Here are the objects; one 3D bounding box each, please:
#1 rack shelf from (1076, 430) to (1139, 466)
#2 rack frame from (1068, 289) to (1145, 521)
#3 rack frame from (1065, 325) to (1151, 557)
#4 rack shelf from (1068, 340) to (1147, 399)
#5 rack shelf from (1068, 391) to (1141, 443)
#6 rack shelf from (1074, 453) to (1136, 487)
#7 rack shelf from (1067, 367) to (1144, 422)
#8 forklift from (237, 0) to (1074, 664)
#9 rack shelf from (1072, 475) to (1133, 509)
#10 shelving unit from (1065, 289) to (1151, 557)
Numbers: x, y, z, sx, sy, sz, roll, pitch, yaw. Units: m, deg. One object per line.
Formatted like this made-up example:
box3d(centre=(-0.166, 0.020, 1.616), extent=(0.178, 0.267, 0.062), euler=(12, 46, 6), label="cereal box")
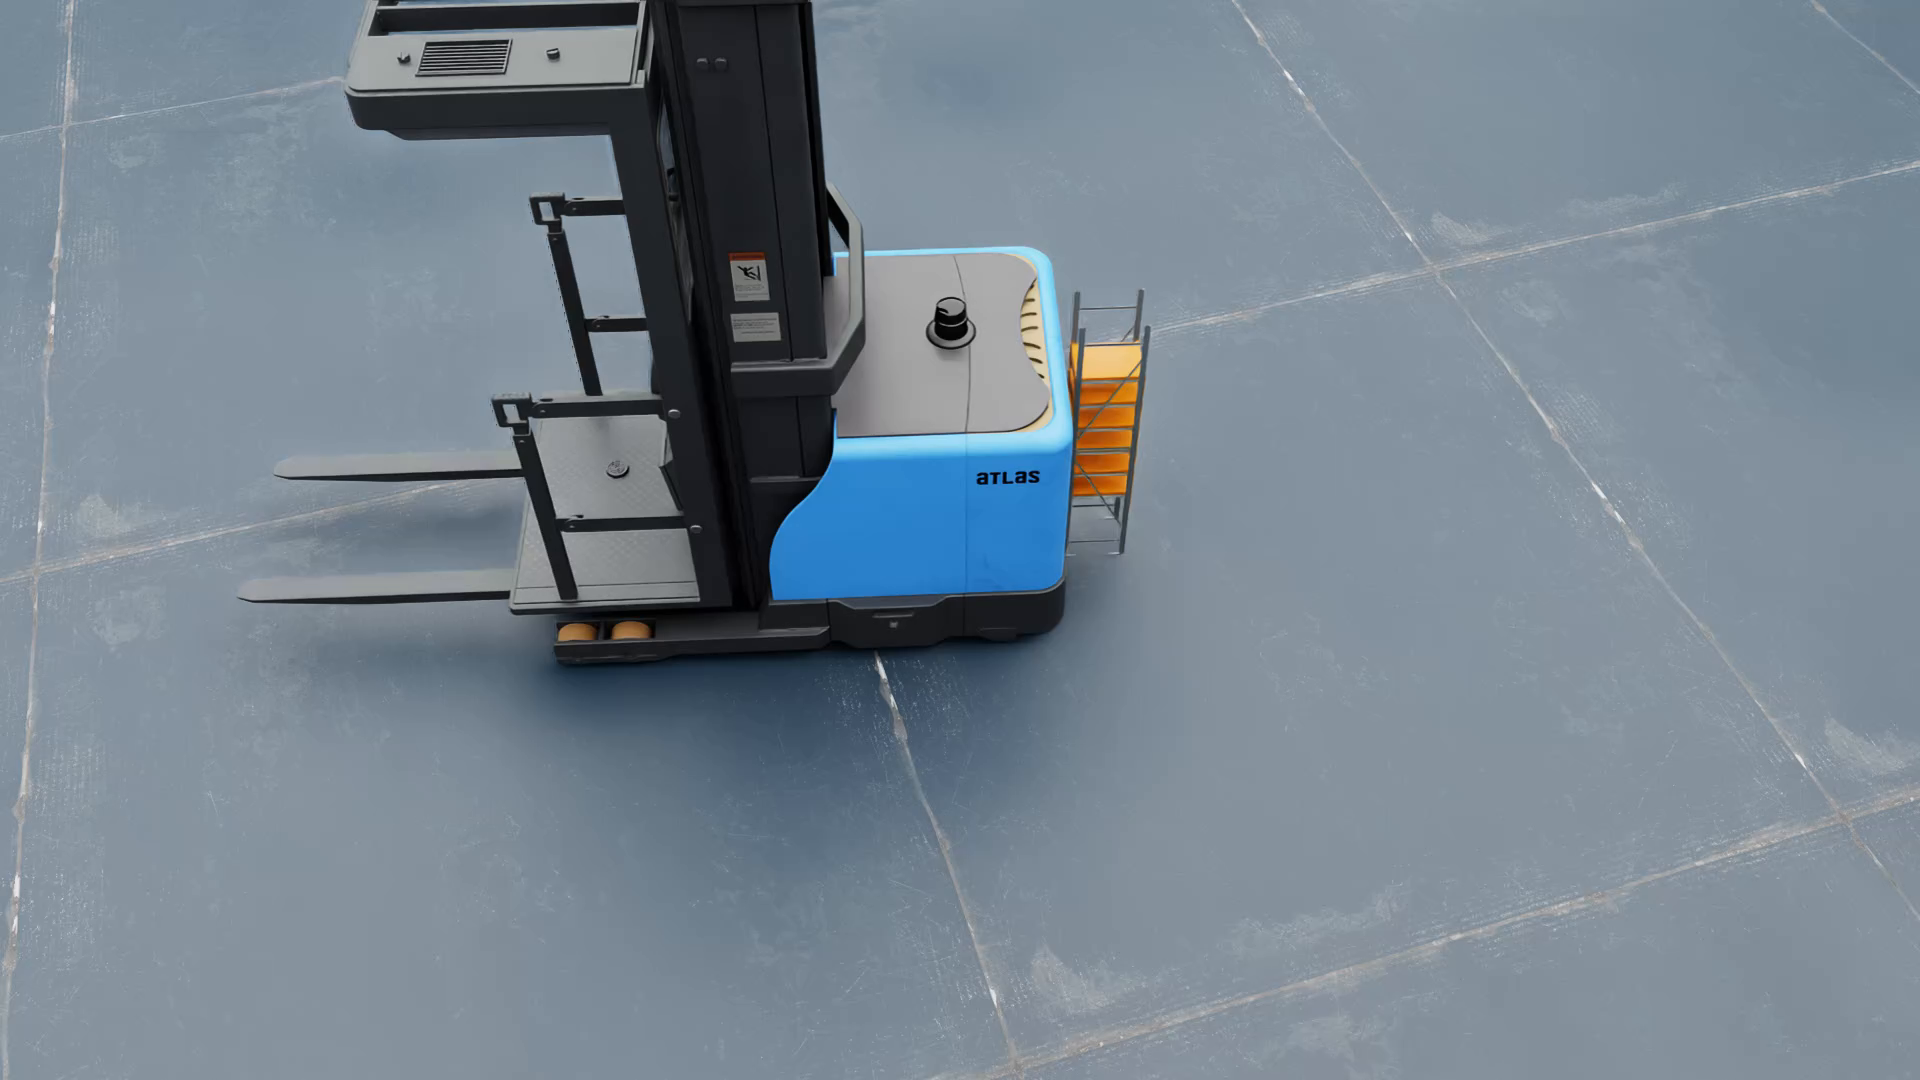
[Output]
box3d(centre=(0.516, -0.370, 6.124), extent=(0.258, 0.103, 0.180), euler=(-2, 50, -2), label="rack shelf")
box3d(centre=(0.511, -0.468, 6.149), extent=(0.240, 1.200, 0.006), euler=(-2, 50, -2), label="rack frame")
box3d(centre=(0.520, -0.328, 6.031), extent=(0.240, 1.200, 0.006), euler=(-2, 50, -2), label="rack frame")
box3d(centre=(0.516, -0.602, 5.849), extent=(0.258, 0.103, 0.180), euler=(-2, 50, -2), label="rack shelf")
box3d(centre=(0.516, -0.447, 6.033), extent=(0.258, 0.103, 0.180), euler=(-2, 50, -2), label="rack shelf")
box3d(centre=(0.516, -0.292, 6.216), extent=(0.258, 0.103, 0.180), euler=(-2, 50, -2), label="rack shelf")
box3d(centre=(0.516, -0.524, 5.941), extent=(0.258, 0.103, 0.180), euler=(-2, 50, -2), label="rack shelf")
box3d(centre=(-1.146, -0.902, 5.383), extent=(3.031, 2.935, 1.130), euler=(-2, 50, -2), label="forklift")
box3d(centre=(0.516, -0.215, 6.308), extent=(0.258, 0.103, 0.180), euler=(-2, 50, -2), label="rack shelf")
box3d(centre=(0.516, -0.398, 6.090), extent=(0.258, 1.200, 0.189), euler=(-2, 50, -2), label="shelving unit")
